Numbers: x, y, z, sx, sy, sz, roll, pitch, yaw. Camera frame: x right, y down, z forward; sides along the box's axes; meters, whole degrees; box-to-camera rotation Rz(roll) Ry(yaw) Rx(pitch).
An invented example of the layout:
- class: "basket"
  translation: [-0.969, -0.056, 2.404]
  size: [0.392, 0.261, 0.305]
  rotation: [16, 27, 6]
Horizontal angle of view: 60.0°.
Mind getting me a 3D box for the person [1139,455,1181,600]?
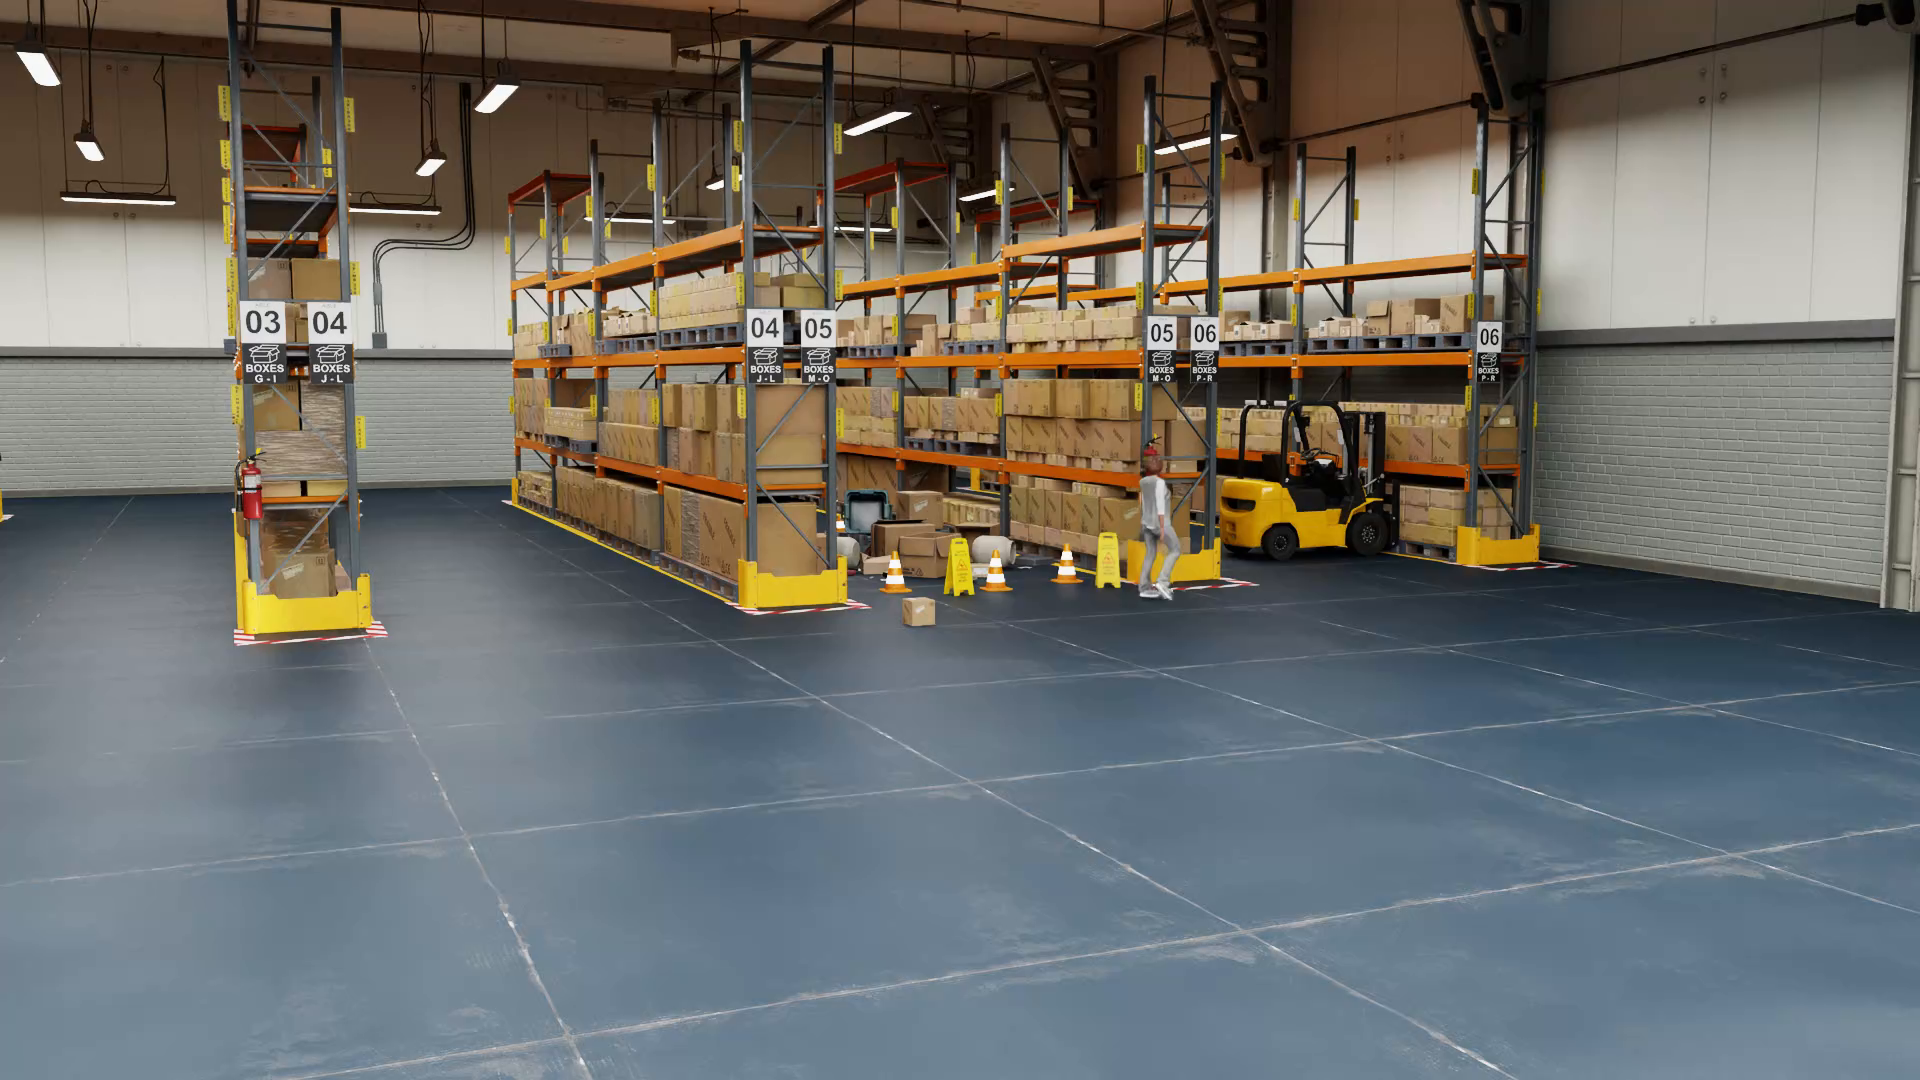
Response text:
- class: "person"
  translation: [2.200, -0.136, 18.507]
  size: [0.470, 1.620, 0.439]
  rotation: [-4, 7, -33]
